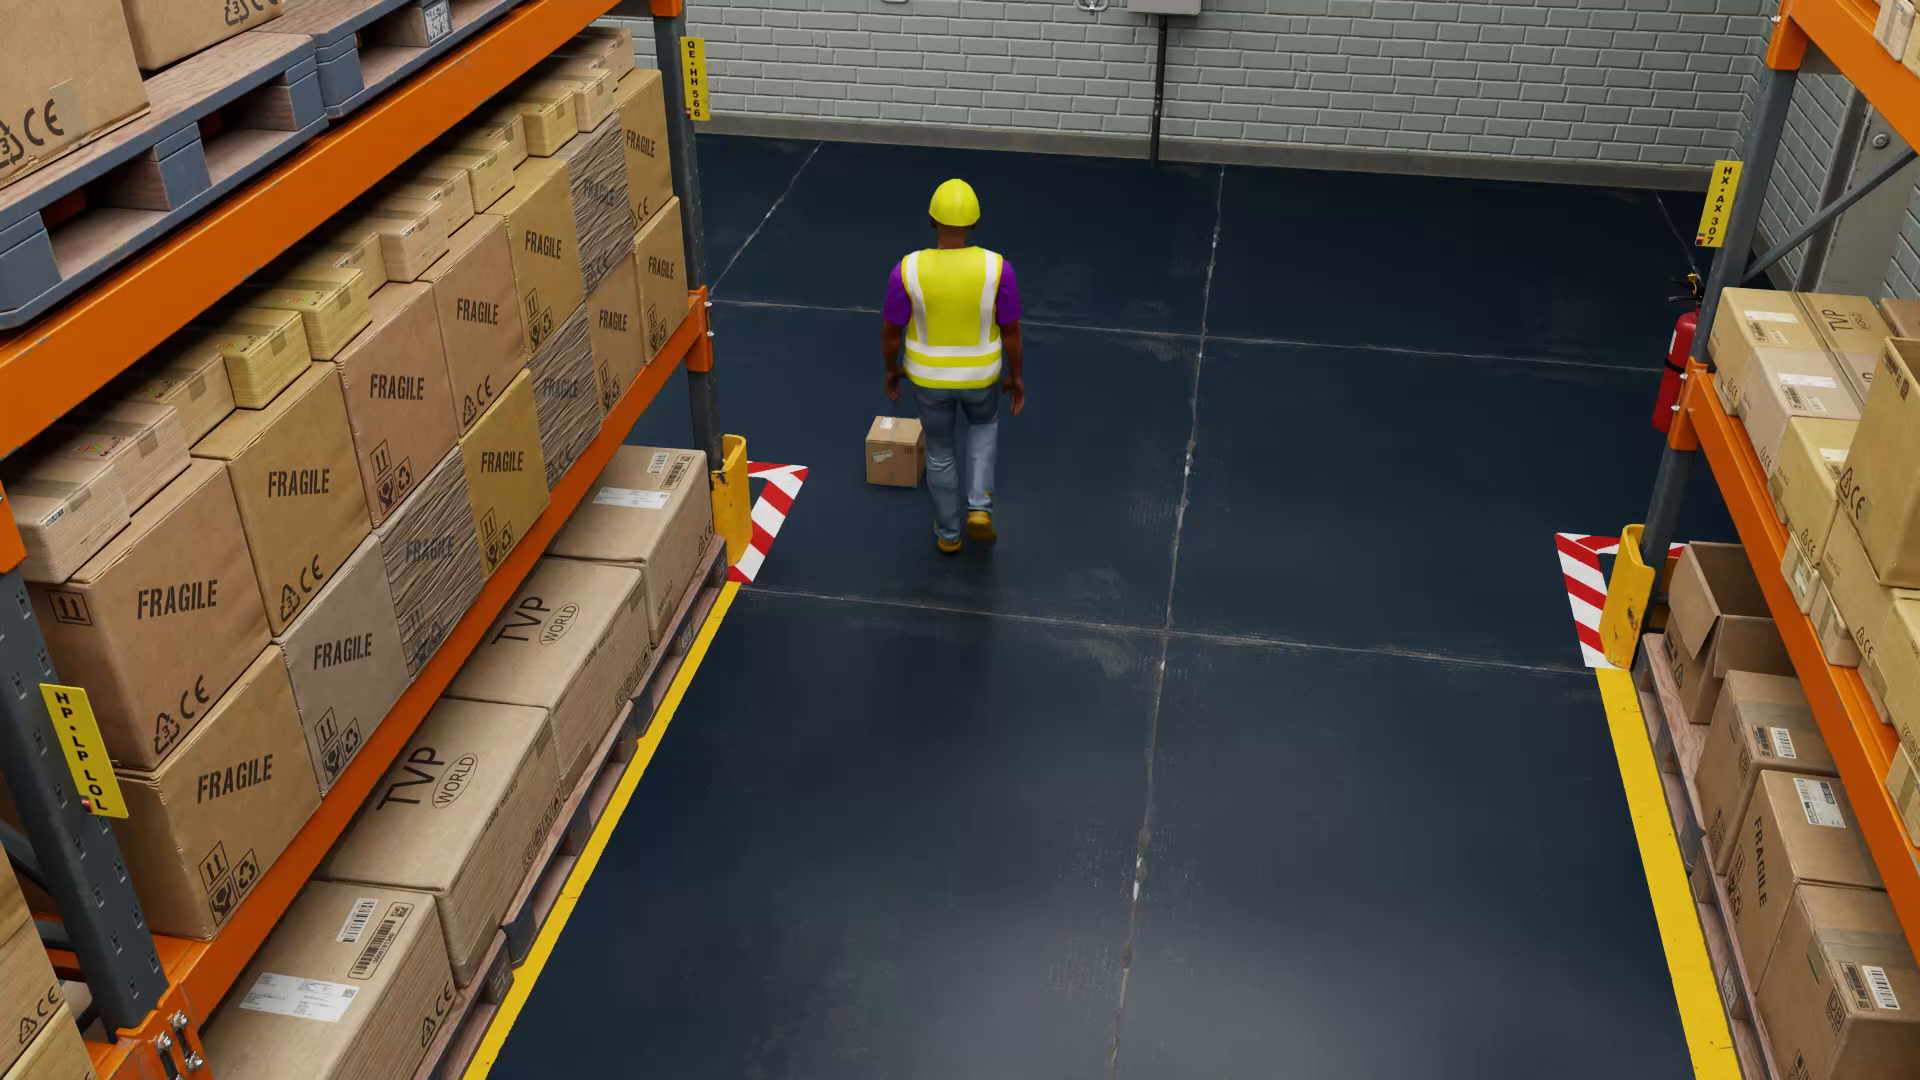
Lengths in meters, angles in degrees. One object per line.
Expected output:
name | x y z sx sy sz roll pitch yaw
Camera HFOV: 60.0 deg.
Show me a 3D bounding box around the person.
person | -0.032 -0.748 7.280 0.620 1.770 0.469 -2 32 -3
